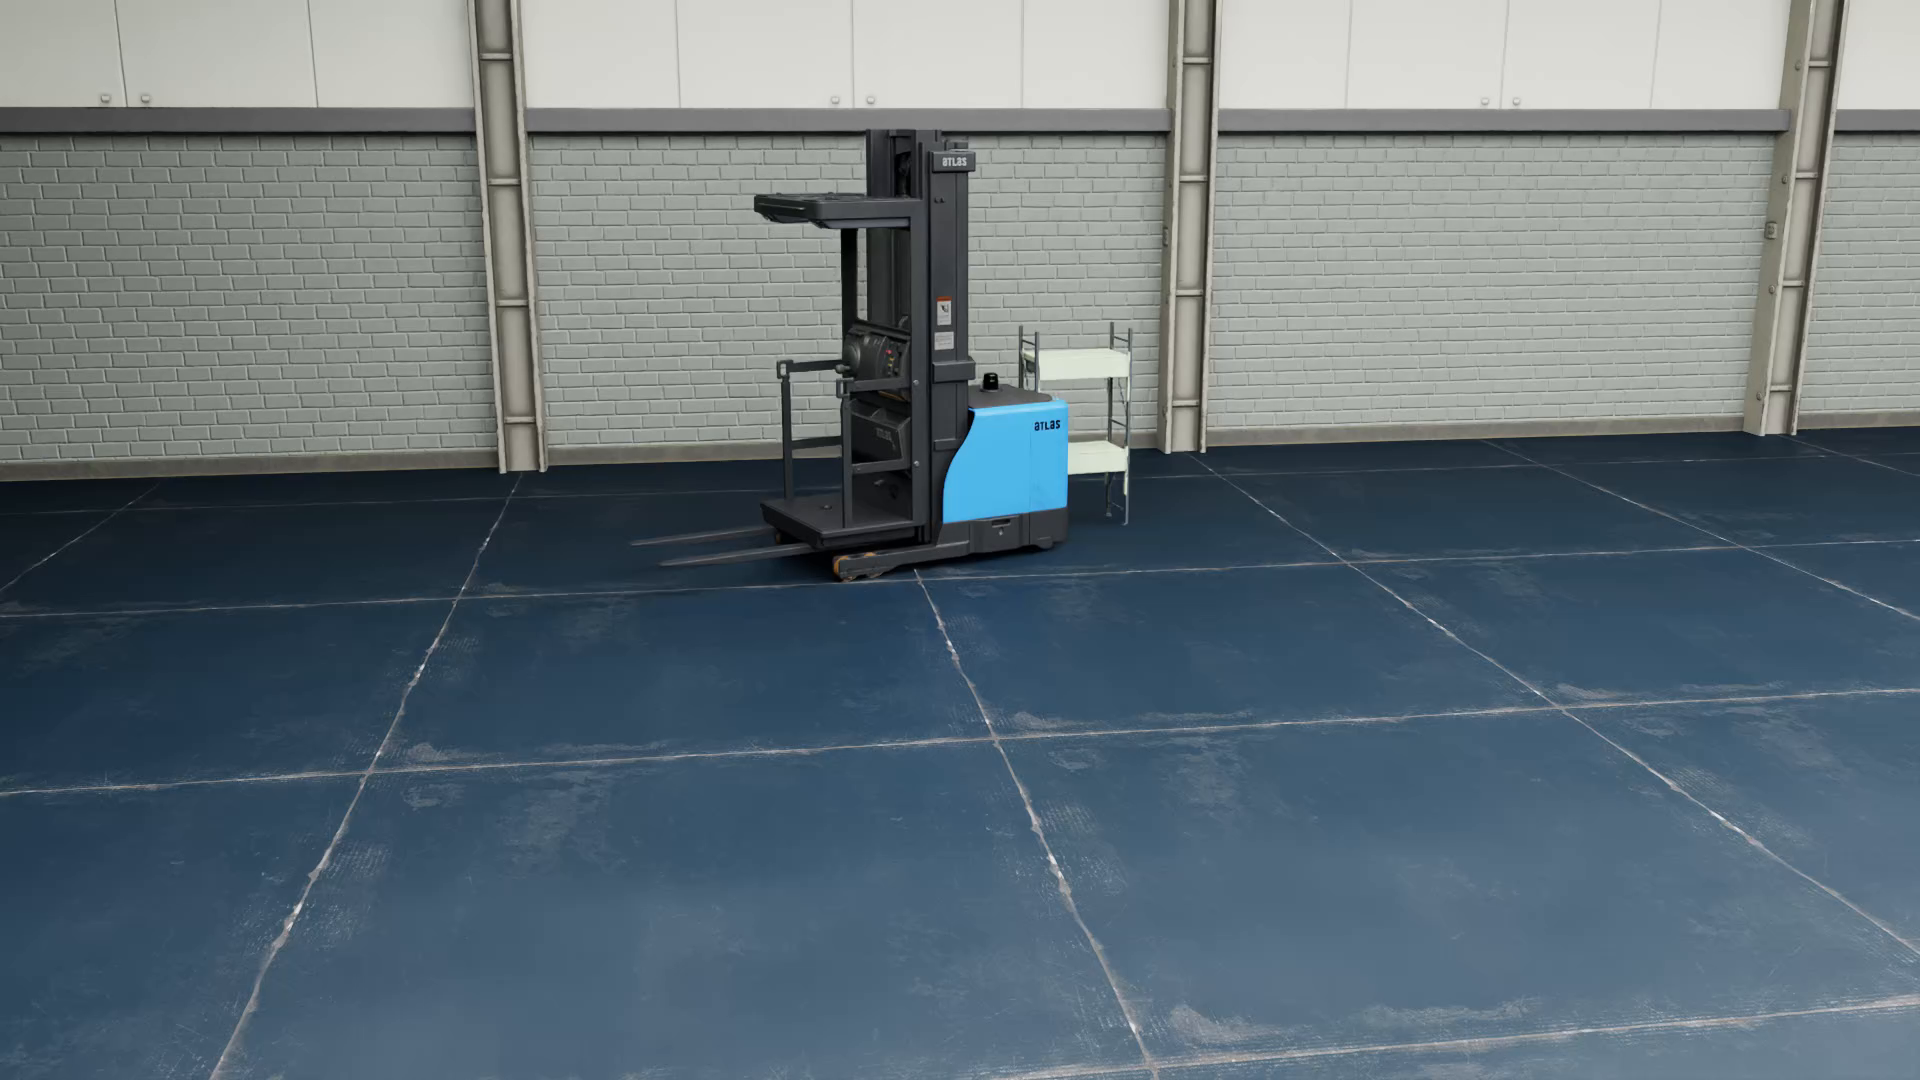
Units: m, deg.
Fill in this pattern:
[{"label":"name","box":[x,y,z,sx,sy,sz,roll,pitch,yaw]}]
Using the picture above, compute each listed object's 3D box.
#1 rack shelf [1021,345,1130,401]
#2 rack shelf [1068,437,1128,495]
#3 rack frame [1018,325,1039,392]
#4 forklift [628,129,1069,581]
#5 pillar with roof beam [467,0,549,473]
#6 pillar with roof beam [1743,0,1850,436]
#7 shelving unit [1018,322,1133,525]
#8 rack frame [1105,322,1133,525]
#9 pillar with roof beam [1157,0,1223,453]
[{"label":"rack shelf","box":[0.860,-1.240,12.479,0.720,0.370,0.431,-4,15,-16]},{"label":"rack shelf","box":[0.860,-0.545,12.653,0.720,0.370,0.431,-4,15,-16]},{"label":"rack frame","box":[0.510,-0.835,12.470,0.023,1.500,0.400,-4,15,-16]},{"label":"forklift","box":[-0.757,-1.292,11.348,3.031,2.935,1.130,-8,16,-28]},{"label":"pillar with roof beam","box":[-3.218,-3.959,9.507,0.400,9.000,9.100,-2,14,-8]},{"label":"pillar with roof beam","box":[8.648,-4.393,11.241,0.400,9.000,9.100,-2,14,-8]},{"label":"shelving unit","box":[0.860,-0.861,12.573,0.755,1.500,0.431,-4,15,-16]},{"label":"rack frame","box":[1.210,-0.887,12.677,0.023,1.500,0.400,-4,15,-16]},{"label":"pillar with roof beam","box":[2.715,-4.176,10.374,0.400,9.000,9.100,-2,14,-8]}]
